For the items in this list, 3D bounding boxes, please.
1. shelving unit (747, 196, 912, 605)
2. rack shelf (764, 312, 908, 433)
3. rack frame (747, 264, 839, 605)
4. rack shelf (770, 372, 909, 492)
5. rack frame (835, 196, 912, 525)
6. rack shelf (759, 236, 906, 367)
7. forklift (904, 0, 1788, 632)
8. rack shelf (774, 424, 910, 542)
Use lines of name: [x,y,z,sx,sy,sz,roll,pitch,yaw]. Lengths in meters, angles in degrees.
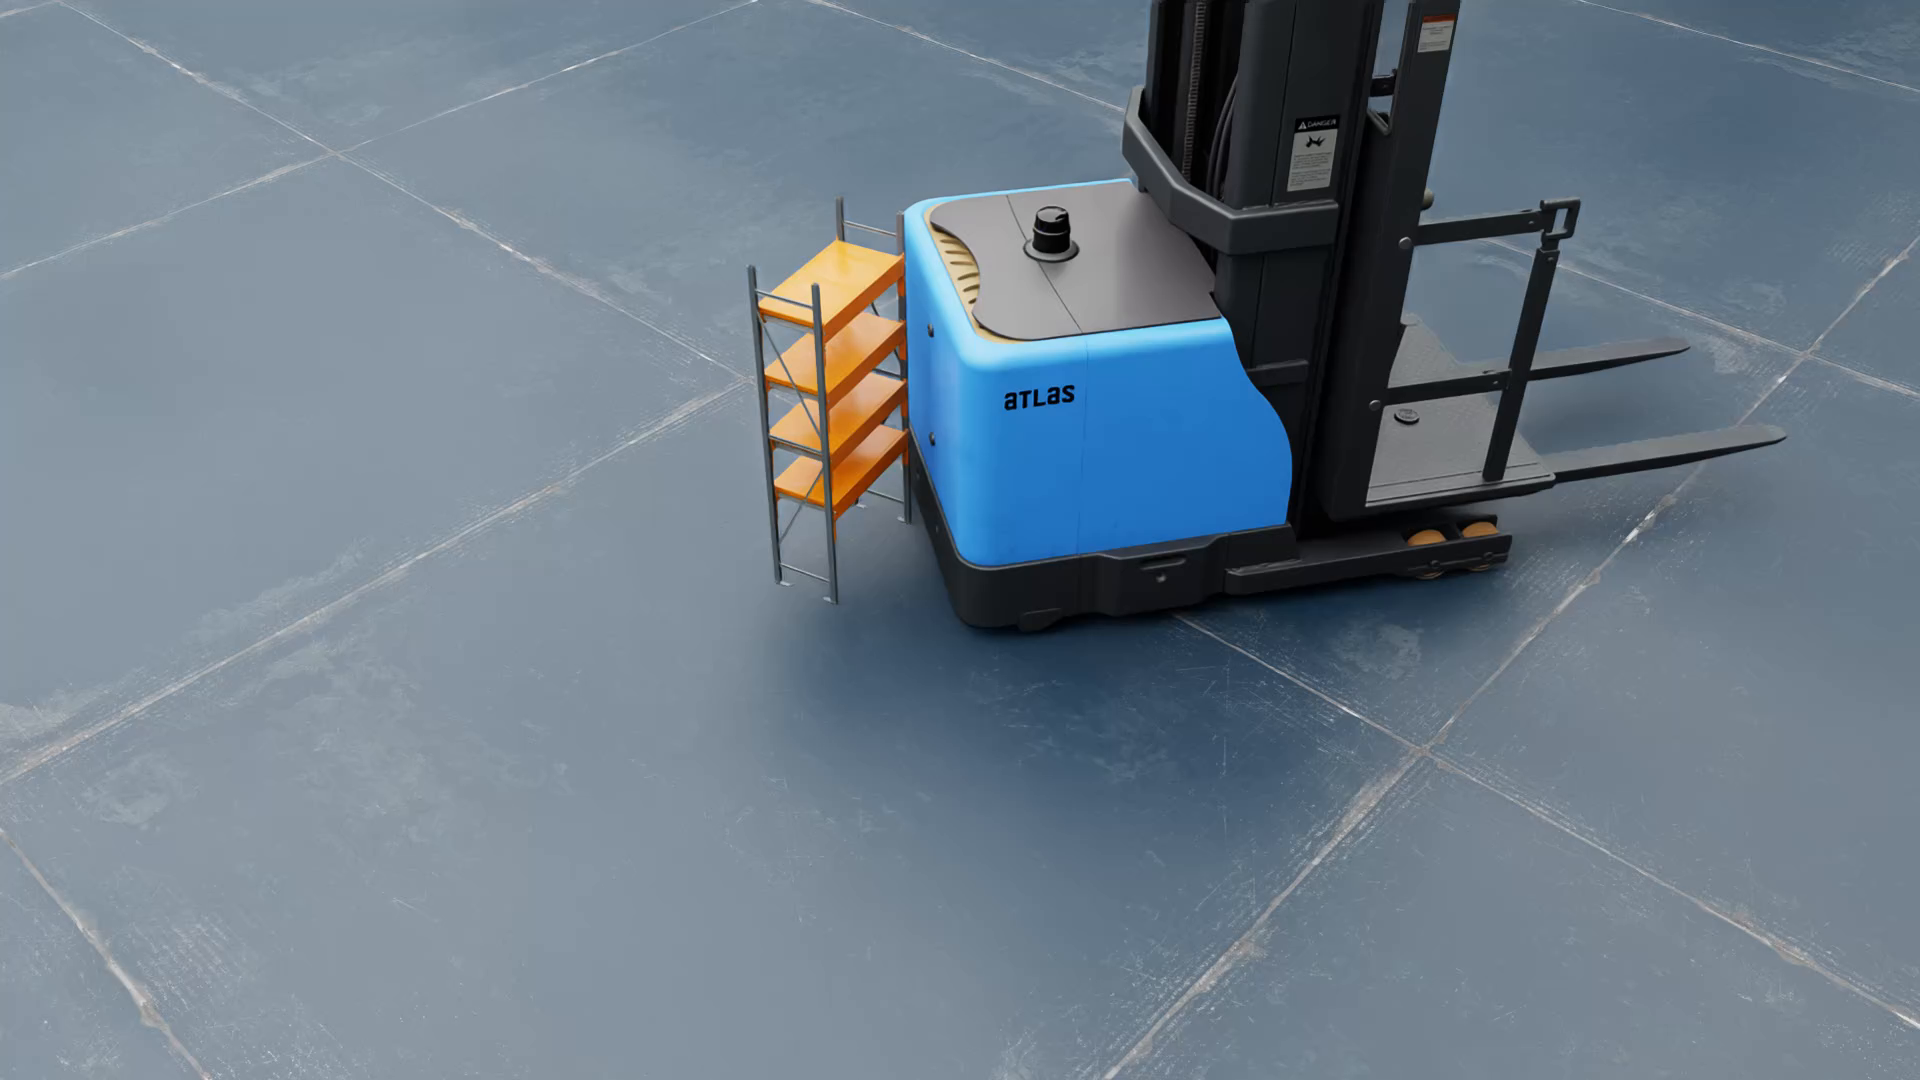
shelving unit: [-0.394,-0.427,5.324,0.258,1.200,0.503,18,42,22]
rack shelf: [-0.394,-0.550,5.226,0.258,0.148,0.480,18,42,22]
rack frame: [-0.510,-0.294,5.155,0.240,1.200,0.015,18,42,22]
rack shelf: [-0.394,-0.375,5.365,0.258,0.148,0.480,18,42,22]
rack frame: [-0.279,-0.561,5.492,0.240,1.200,0.015,18,42,22]
rack shelf: [-0.394,-0.735,5.079,0.258,0.148,0.480,18,42,22]
forklift: [1.367,-1.328,5.066,3.031,2.935,1.130,-8,39,-10]
rack shelf: [-0.394,-0.219,5.489,0.258,0.148,0.480,18,42,22]
